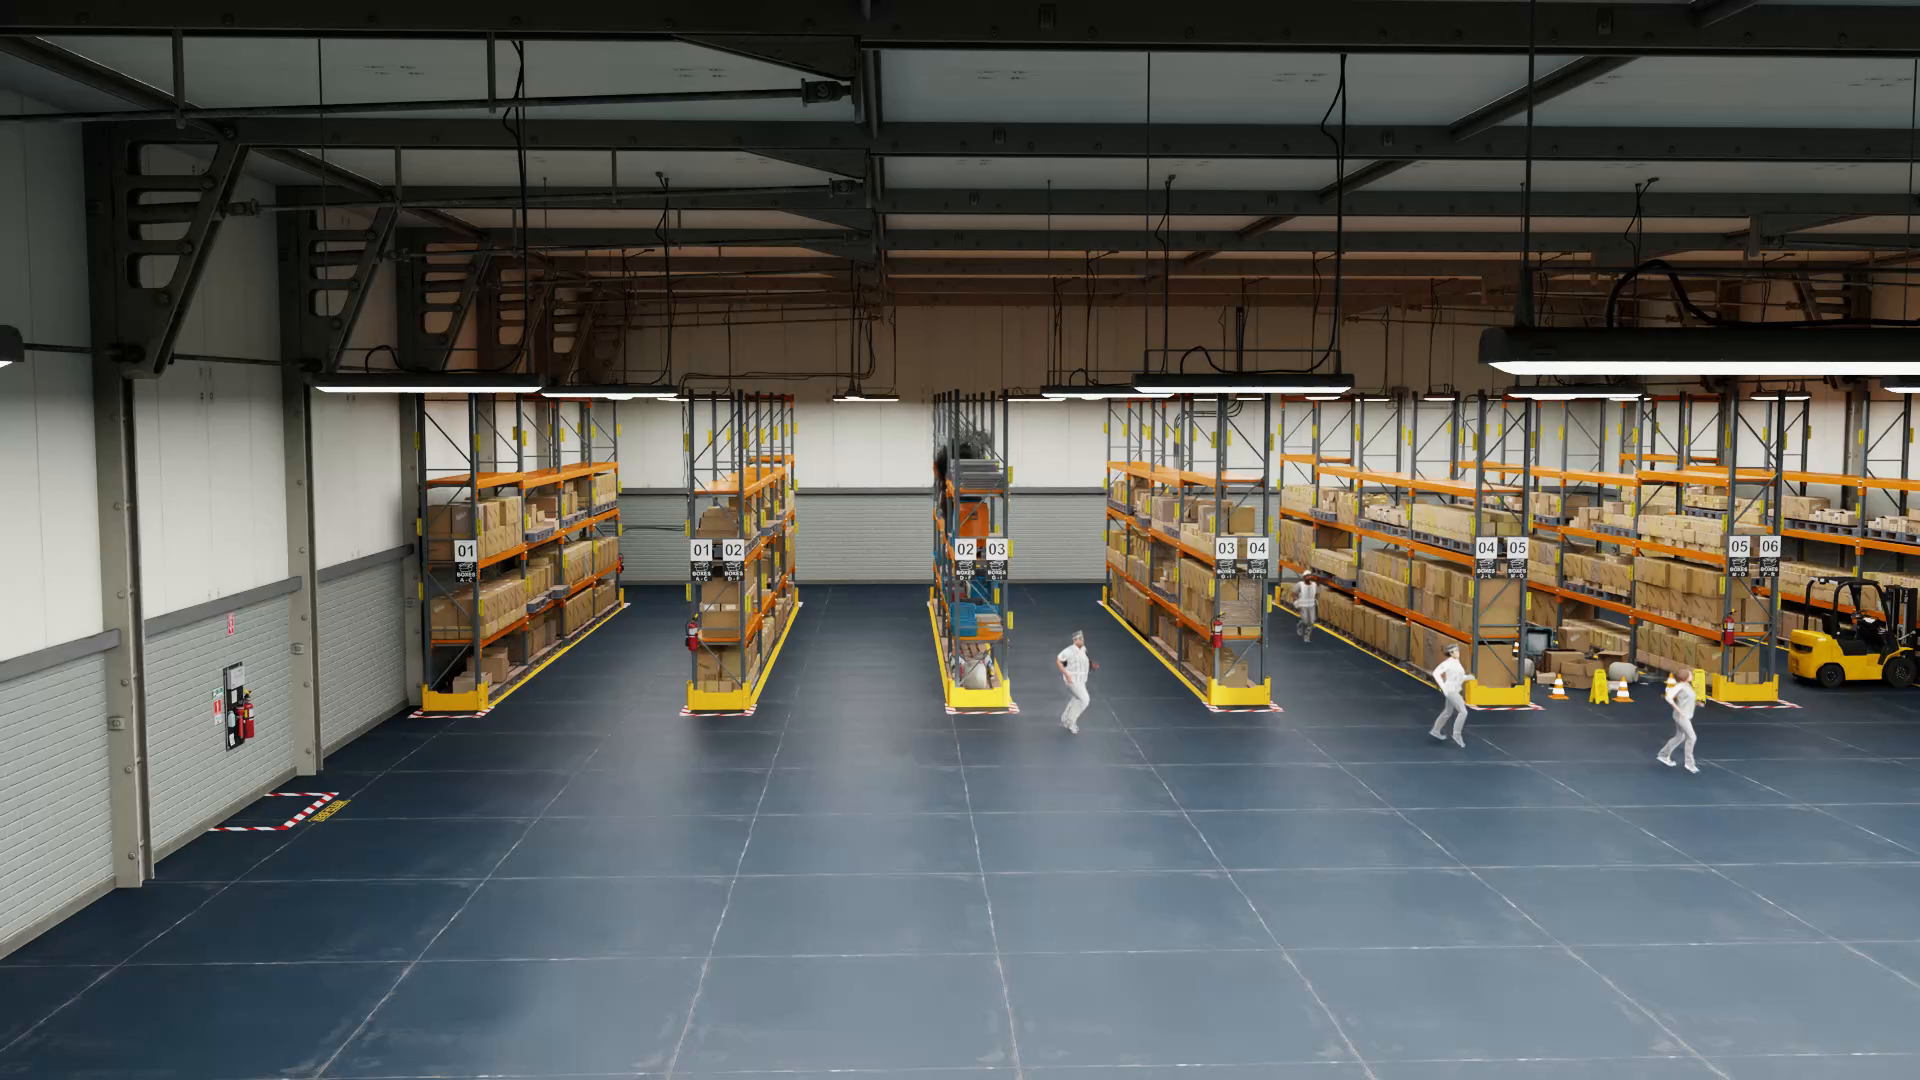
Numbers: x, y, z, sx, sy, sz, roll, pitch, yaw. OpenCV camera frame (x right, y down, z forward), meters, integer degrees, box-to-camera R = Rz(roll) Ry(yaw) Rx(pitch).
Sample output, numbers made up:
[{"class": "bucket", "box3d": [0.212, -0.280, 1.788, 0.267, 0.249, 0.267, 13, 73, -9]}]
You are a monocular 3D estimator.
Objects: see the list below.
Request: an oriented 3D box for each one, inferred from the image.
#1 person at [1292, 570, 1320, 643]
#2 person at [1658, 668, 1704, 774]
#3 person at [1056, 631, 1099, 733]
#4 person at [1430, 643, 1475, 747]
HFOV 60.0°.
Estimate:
[{"class": "person", "box3d": [8.352, 1.597, 40.021, 0.686, 1.733, 0.599, -1, 5, -7]}, {"class": "person", "box3d": [11.268, 2.812, 25.984, 0.655, 1.636, 0.535, 3, 6, 34]}, {"class": "person", "box3d": [2.086, 2.480, 29.161, 0.700, 1.811, 0.631, 3, 5, 30]}, {"class": "person", "box3d": [8.291, 2.598, 28.011, 0.740, 1.752, 0.578, 3, 5, 30]}]
